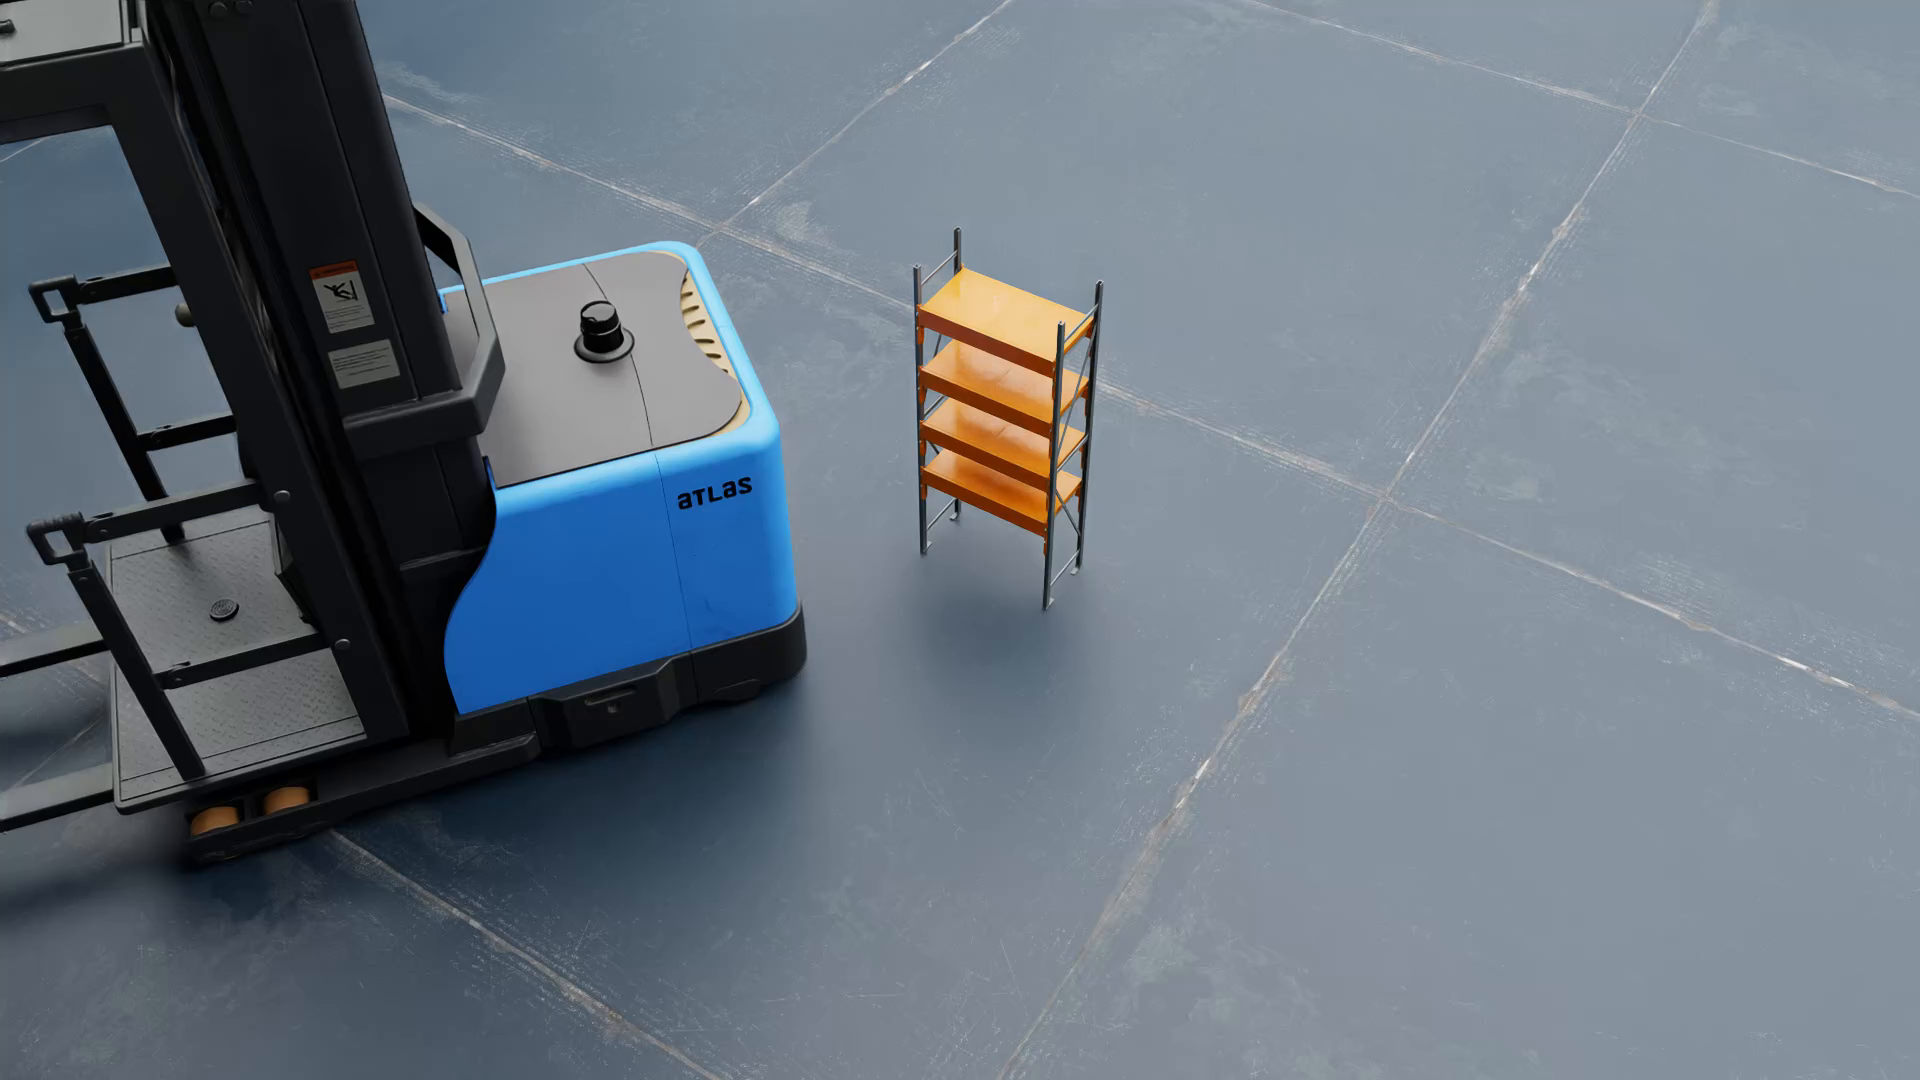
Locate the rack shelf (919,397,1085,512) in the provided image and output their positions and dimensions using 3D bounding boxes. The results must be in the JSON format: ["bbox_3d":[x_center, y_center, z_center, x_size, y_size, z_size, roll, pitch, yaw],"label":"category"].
[{"bbox_3d":[0.139,-0.307,5.306,0.480,0.148,0.258,25,51,22],"label":"rack shelf"}]

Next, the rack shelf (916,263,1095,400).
[{"bbox_3d":[0.139,-0.628,4.976,0.480,0.148,0.258,25,51,22],"label":"rack shelf"}]

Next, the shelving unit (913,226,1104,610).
[{"bbox_3d":[0.139,-0.354,5.257,0.503,1.200,0.258,25,51,22],"label":"shelving unit"}]

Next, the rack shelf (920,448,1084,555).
[{"bbox_3d":[0.139,-0.169,5.448,0.480,0.148,0.258,25,51,22],"label":"rack shelf"}]

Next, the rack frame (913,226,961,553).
[{"bbox_3d":[-0.066,-0.449,5.349,0.015,1.200,0.240,25,51,22],"label":"rack frame"}]

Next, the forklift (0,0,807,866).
[{"bbox_3d":[-2.058,-0.521,4.213,3.031,2.935,1.130,-15,48,-15],"label":"forklift"}]

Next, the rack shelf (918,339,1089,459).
[{"bbox_3d":[0.139,-0.463,5.145,0.480,0.148,0.258,25,51,22],"label":"rack shelf"}]

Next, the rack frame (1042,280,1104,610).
[{"bbox_3d":[0.345,-0.260,5.166,0.015,1.200,0.240,25,51,22],"label":"rack frame"}]
